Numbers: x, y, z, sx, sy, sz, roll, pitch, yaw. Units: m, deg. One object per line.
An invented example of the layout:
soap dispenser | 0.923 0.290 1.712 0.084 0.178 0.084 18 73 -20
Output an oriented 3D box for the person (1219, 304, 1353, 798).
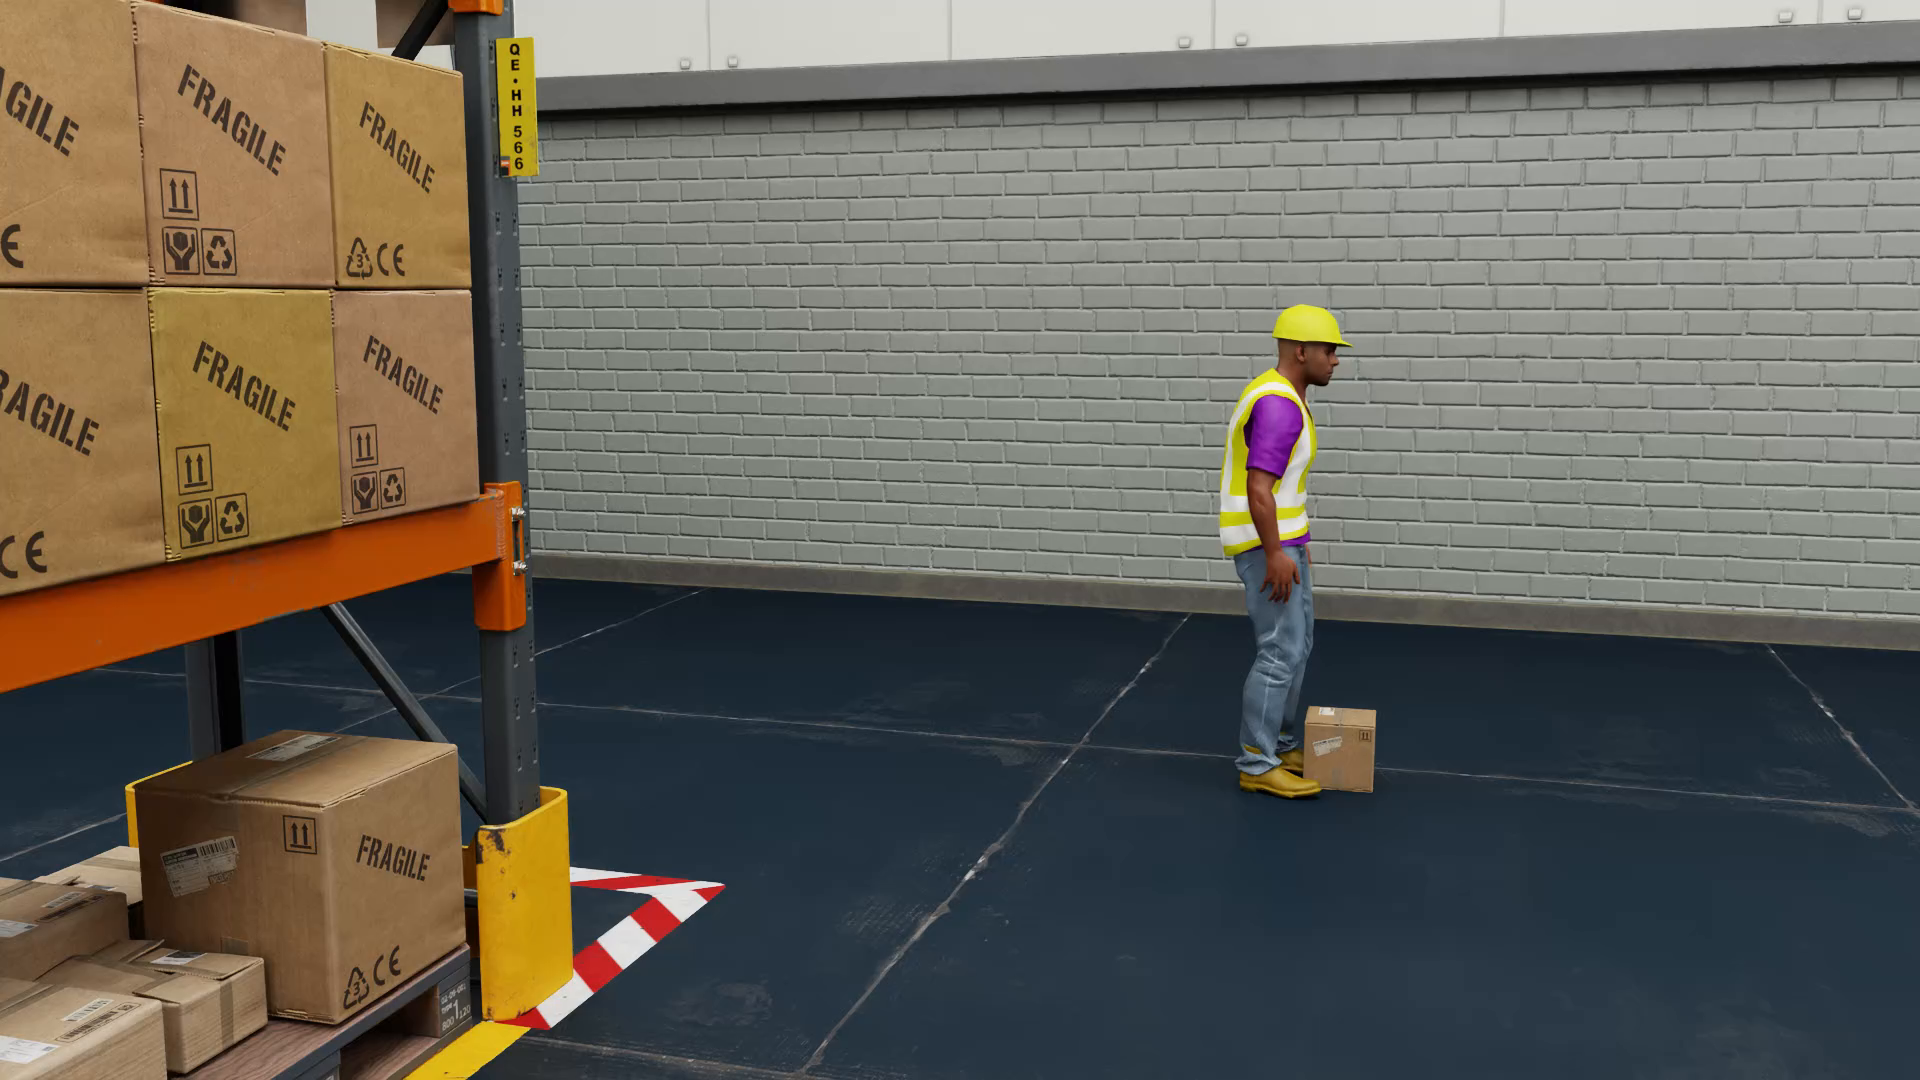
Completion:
person | 1.185 0.022 6.113 0.459 1.760 0.628 2 9 16
